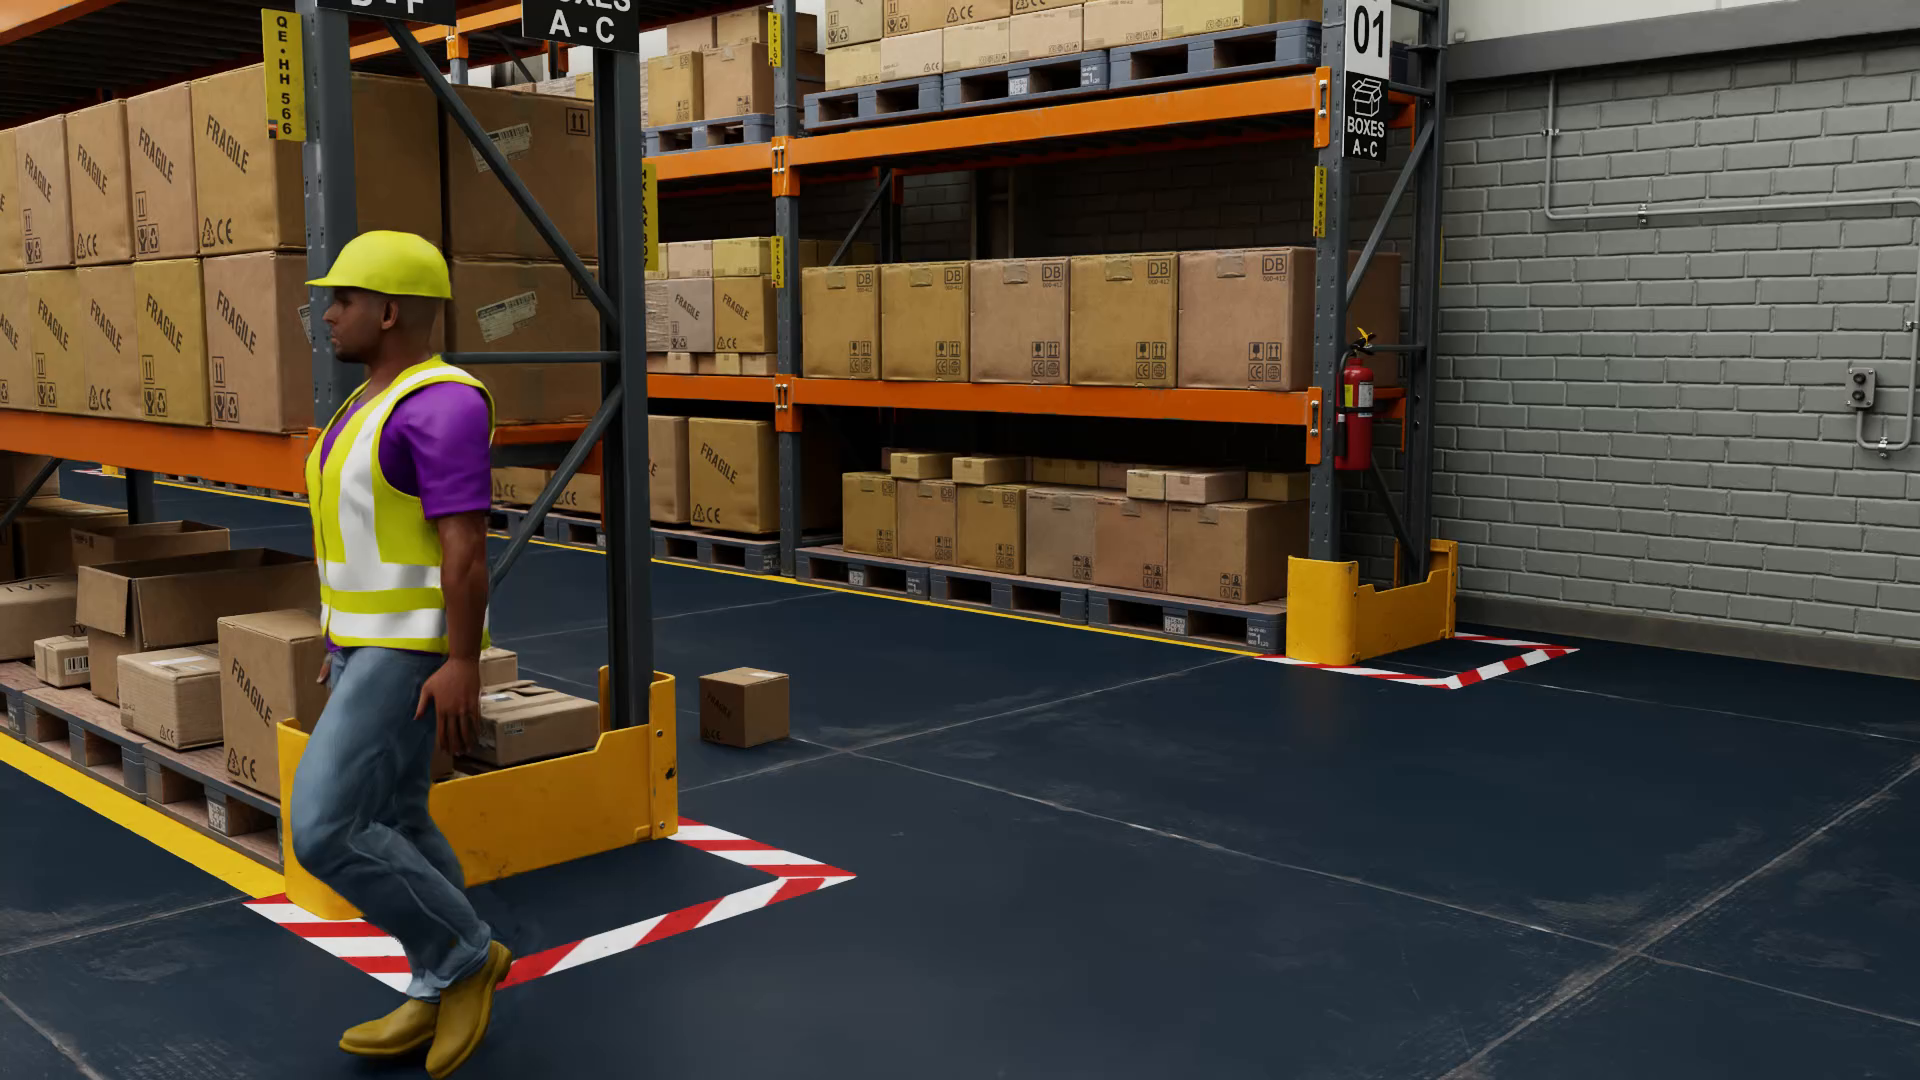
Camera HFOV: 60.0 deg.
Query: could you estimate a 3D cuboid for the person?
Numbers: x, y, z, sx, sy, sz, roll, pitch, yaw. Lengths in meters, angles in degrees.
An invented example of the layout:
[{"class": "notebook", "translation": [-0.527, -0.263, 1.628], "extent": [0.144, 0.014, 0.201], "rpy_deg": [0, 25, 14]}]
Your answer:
[{"class": "person", "translation": [-1.233, 0.238, 3.529], "extent": [0.450, 1.766, 0.613], "rpy_deg": [-5, 8, -34]}]
